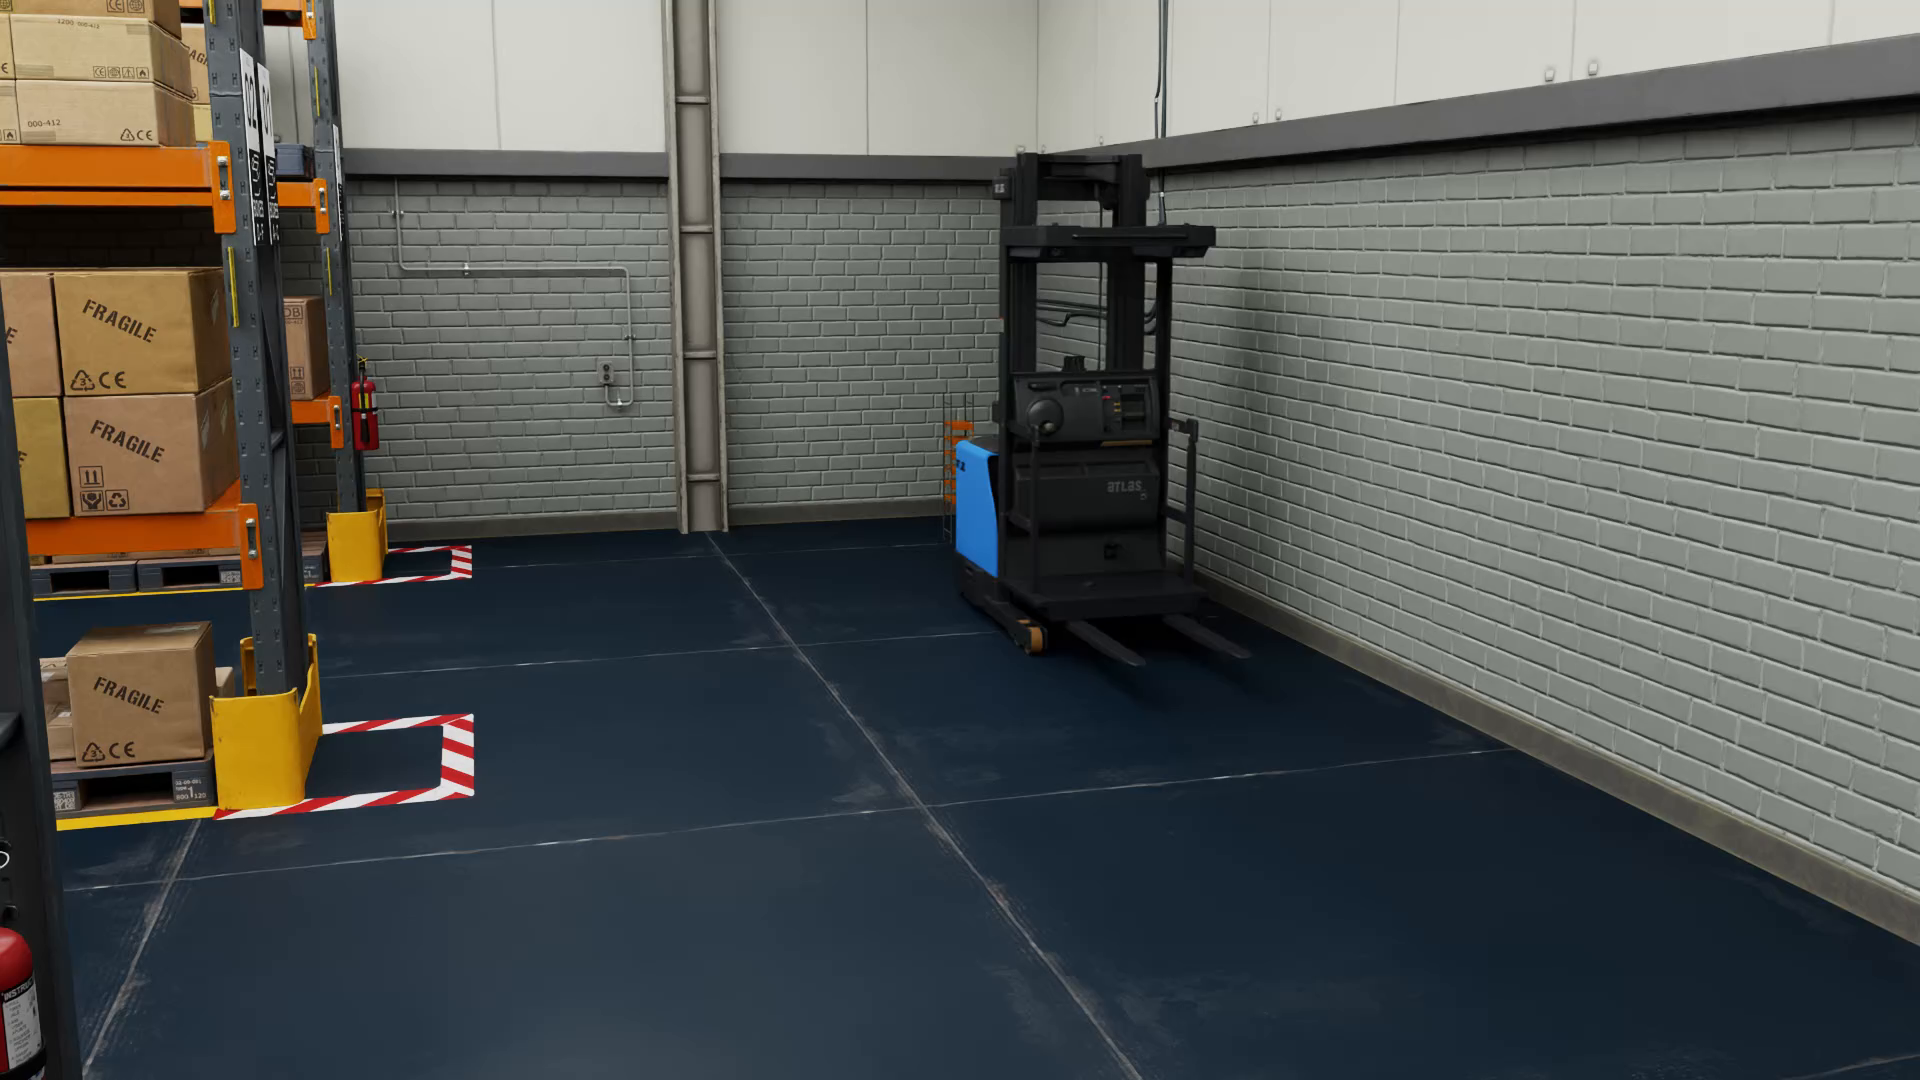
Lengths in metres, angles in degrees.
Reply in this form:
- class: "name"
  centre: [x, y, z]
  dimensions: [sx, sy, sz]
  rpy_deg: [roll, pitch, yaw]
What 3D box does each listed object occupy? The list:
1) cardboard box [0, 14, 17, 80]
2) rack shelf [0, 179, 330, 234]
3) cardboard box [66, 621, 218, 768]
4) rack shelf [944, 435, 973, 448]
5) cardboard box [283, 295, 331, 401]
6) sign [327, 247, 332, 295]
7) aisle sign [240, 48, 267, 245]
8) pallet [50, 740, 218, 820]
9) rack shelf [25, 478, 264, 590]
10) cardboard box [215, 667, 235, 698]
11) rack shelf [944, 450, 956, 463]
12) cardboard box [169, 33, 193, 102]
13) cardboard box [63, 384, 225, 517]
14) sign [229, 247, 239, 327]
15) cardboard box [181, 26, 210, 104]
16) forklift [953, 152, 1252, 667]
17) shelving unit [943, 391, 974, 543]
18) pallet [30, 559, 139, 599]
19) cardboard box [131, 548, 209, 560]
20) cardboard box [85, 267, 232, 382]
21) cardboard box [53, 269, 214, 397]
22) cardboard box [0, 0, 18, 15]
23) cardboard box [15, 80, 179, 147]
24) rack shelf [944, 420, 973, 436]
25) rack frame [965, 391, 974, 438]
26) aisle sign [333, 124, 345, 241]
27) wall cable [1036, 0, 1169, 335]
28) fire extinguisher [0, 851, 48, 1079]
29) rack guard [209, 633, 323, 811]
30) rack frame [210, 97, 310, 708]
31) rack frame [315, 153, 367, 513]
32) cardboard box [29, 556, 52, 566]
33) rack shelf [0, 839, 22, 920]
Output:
- class: "cardboard box"
  centre: [-4.032, -1.967, 6.695]
  dimensions: [0.500, 0.250, 0.500]
  rpy_deg: [-3, 11, -16]
- class: "rack shelf"
  centre: [-6.438, -2.297, 11.439]
  dimensions: [4.000, 0.370, 1.077]
  rpy_deg: [-3, 11, -16]
- class: "cardboard box"
  centre: [-3.583, 0.668, 7.323]
  dimensions: [0.500, 0.500, 0.500]
  rpy_deg: [-3, 11, -16]
- class: "rack shelf"
  centre: [-0.014, -0.782, 13.398]
  dimensions: [0.180, 0.103, 0.258]
  rpy_deg: [-3, 11, -16]
- class: "cardboard box"
  centre: [-5.005, -1.396, 12.018]
  dimensions: [0.700, 0.700, 0.980]
  rpy_deg: [-3, 11, -13]
- class: "sign"
  centre: [-4.379, -1.867, 11.552]
  dimensions: [0.005, 0.325, 0.100]
  rpy_deg: [-3, 11, -16]
- class: "aisle sign"
  centre: [-2.978, -1.644, 7.012]
  dimensions: [0.004, 0.787, 0.394]
  rpy_deg: [-3, 11, -16]
- class: "pallet"
  centre: [-3.968, 1.000, 7.530]
  dimensions: [1.213, 0.211, 1.003]
  rpy_deg: [-3, 11, -16]
- class: "rack shelf"
  centre: [-5.050, 0.040, 7.034]
  dimensions: [4.000, 0.370, 1.077]
  rpy_deg: [-3, 11, -16]
- class: "cardboard box"
  centre: [-3.628, 0.732, 7.946]
  dimensions: [0.250, 0.149, 0.380]
  rpy_deg: [-3, 11, -16]
- class: "rack shelf"
  centre: [-0.014, -0.664, 13.420]
  dimensions: [0.180, 0.103, 0.258]
  rpy_deg: [-3, 11, -16]
- class: "cardboard box"
  centre: [-3.696, -2.082, 7.320]
  dimensions: [0.500, 0.250, 0.500]
  rpy_deg: [-3, 11, -16]
- class: "cardboard box"
  centre: [-3.484, -0.395, 7.129]
  dimensions: [0.500, 0.500, 0.500]
  rpy_deg: [-3, 11, -14]
- class: "sign"
  centre: [-2.994, -1.043, 6.855]
  dimensions: [0.005, 0.325, 0.100]
  rpy_deg: [-3, 11, -16]
- class: "cardboard box"
  centre: [-5.144, -3.218, 11.363]
  dimensions: [0.500, 0.500, 0.500]
  rpy_deg: [-3, 11, -16]
- class: "forklift"
  centre: [0.841, -0.842, 10.027]
  dimensions: [1.130, 2.935, 3.031]
  rpy_deg: [-3, 11, -15]
- class: "shelving unit"
  centre: [-0.014, -0.589, 13.434]
  dimensions: [0.189, 1.200, 0.258]
  rpy_deg: [-3, 11, -16]
- class: "pallet"
  centre: [-6.433, 0.210, 11.822]
  dimensions: [1.213, 0.211, 1.003]
  rpy_deg: [-3, 11, -16]
- class: "cardboard box"
  centre: [-5.642, -0.175, 11.959]
  dimensions: [0.500, 0.500, 0.700]
  rpy_deg: [-3, 11, -16]
- class: "cardboard box"
  centre: [-3.629, -0.980, 7.546]
  dimensions: [0.500, 0.500, 0.500]
  rpy_deg: [-3, 11, -14]
- class: "cardboard box"
  centre: [-3.480, -0.886, 7.037]
  dimensions: [0.500, 0.500, 0.500]
  rpy_deg: [-3, 11, -16]
- class: "cardboard box"
  centre: [-4.122, -2.392, 6.933]
  dimensions: [0.500, 0.500, 0.700]
  rpy_deg: [-3, 11, -16]
- class: "cardboard box"
  centre: [-3.549, -1.745, 6.870]
  dimensions: [0.500, 0.250, 0.500]
  rpy_deg: [-3, 11, -16]
- class: "rack shelf"
  centre: [-0.014, -0.900, 13.377]
  dimensions: [0.180, 0.103, 0.258]
  rpy_deg: [-3, 11, -16]
- class: "rack frame"
  centre: [0.074, -0.594, 13.459]
  dimensions: [0.006, 1.200, 0.240]
  rpy_deg: [-3, 11, -16]
- class: "aisle sign"
  centre: [-4.365, -2.506, 11.696]
  dimensions: [0.004, 0.787, 0.394]
  rpy_deg: [-3, 11, -16]
- class: "wall cable"
  centre: [1.013, -2.924, 13.150]
  dimensions: [0.112, 2.526, 3.097]
  rpy_deg: [-3, 11, -16]
- class: "fire extinguisher"
  centre: [-1.477, 0.739, 2.493]
  dimensions: [0.183, 0.674, 0.296]
  rpy_deg: [-3, 11, -16]
- class: "rack guard"
  centre: [-3.203, 0.818, 7.724]
  dimensions: [0.348, 0.500, 1.175]
  rpy_deg: [-3, 11, -16]
- class: "rack frame"
  centre: [-3.130, -0.415, 7.518]
  dimensions: [0.127, 3.000, 1.000]
  rpy_deg: [-3, 11, -16]
- class: "rack frame"
  centre: [-4.518, -1.276, 12.195]
  dimensions: [0.127, 3.000, 1.000]
  rpy_deg: [-3, 11, -16]
- class: "cardboard box"
  centre: [-6.635, -0.122, 11.666]
  dimensions: [0.500, 0.500, 0.700]
  rpy_deg: [-3, 11, -15]
- class: "rack shelf"
  centre: [-3.669, 0.901, 2.355]
  dimensions: [4.000, 0.370, 1.077]
  rpy_deg: [-3, 11, -16]
